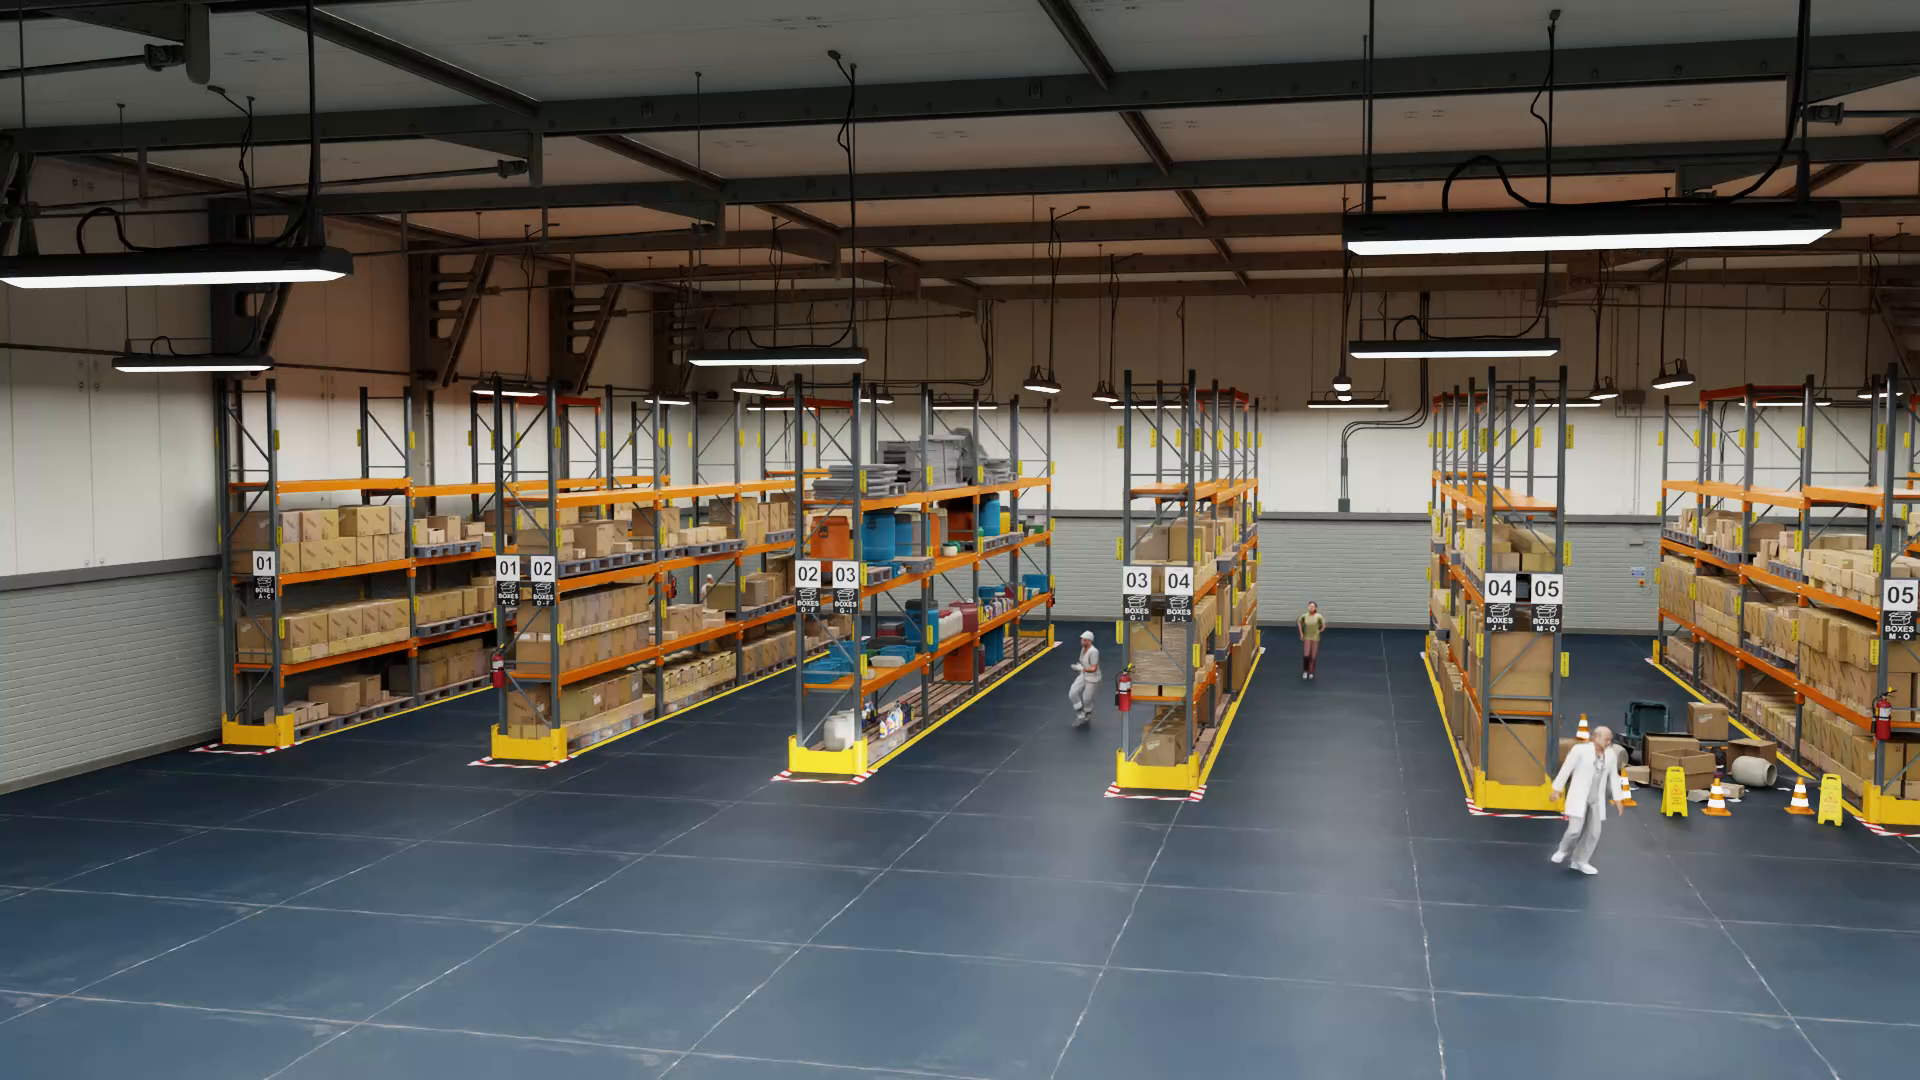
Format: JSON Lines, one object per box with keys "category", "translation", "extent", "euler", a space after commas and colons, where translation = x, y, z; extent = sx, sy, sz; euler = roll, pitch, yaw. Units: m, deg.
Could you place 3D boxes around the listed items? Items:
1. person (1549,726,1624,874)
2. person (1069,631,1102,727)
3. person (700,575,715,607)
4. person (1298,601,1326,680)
{"category": "person", "translation": [7.227, 2.980, 19.219], "extent": [0.735, 1.735, 0.595], "euler": [-1, 3, -11]}
{"category": "person", "translation": [2.179, 2.400, 28.866], "extent": [0.722, 1.677, 0.807], "euler": [-3, 5, -41]}
{"category": "person", "translation": [-6.301, 1.682, 42.176], "extent": [0.588, 1.603, 0.691], "euler": [0, 3, -7]}
{"category": "person", "translation": [7.339, 2.095, 34.660], "extent": [0.570, 1.648, 0.621], "euler": [1, 3, 9]}
